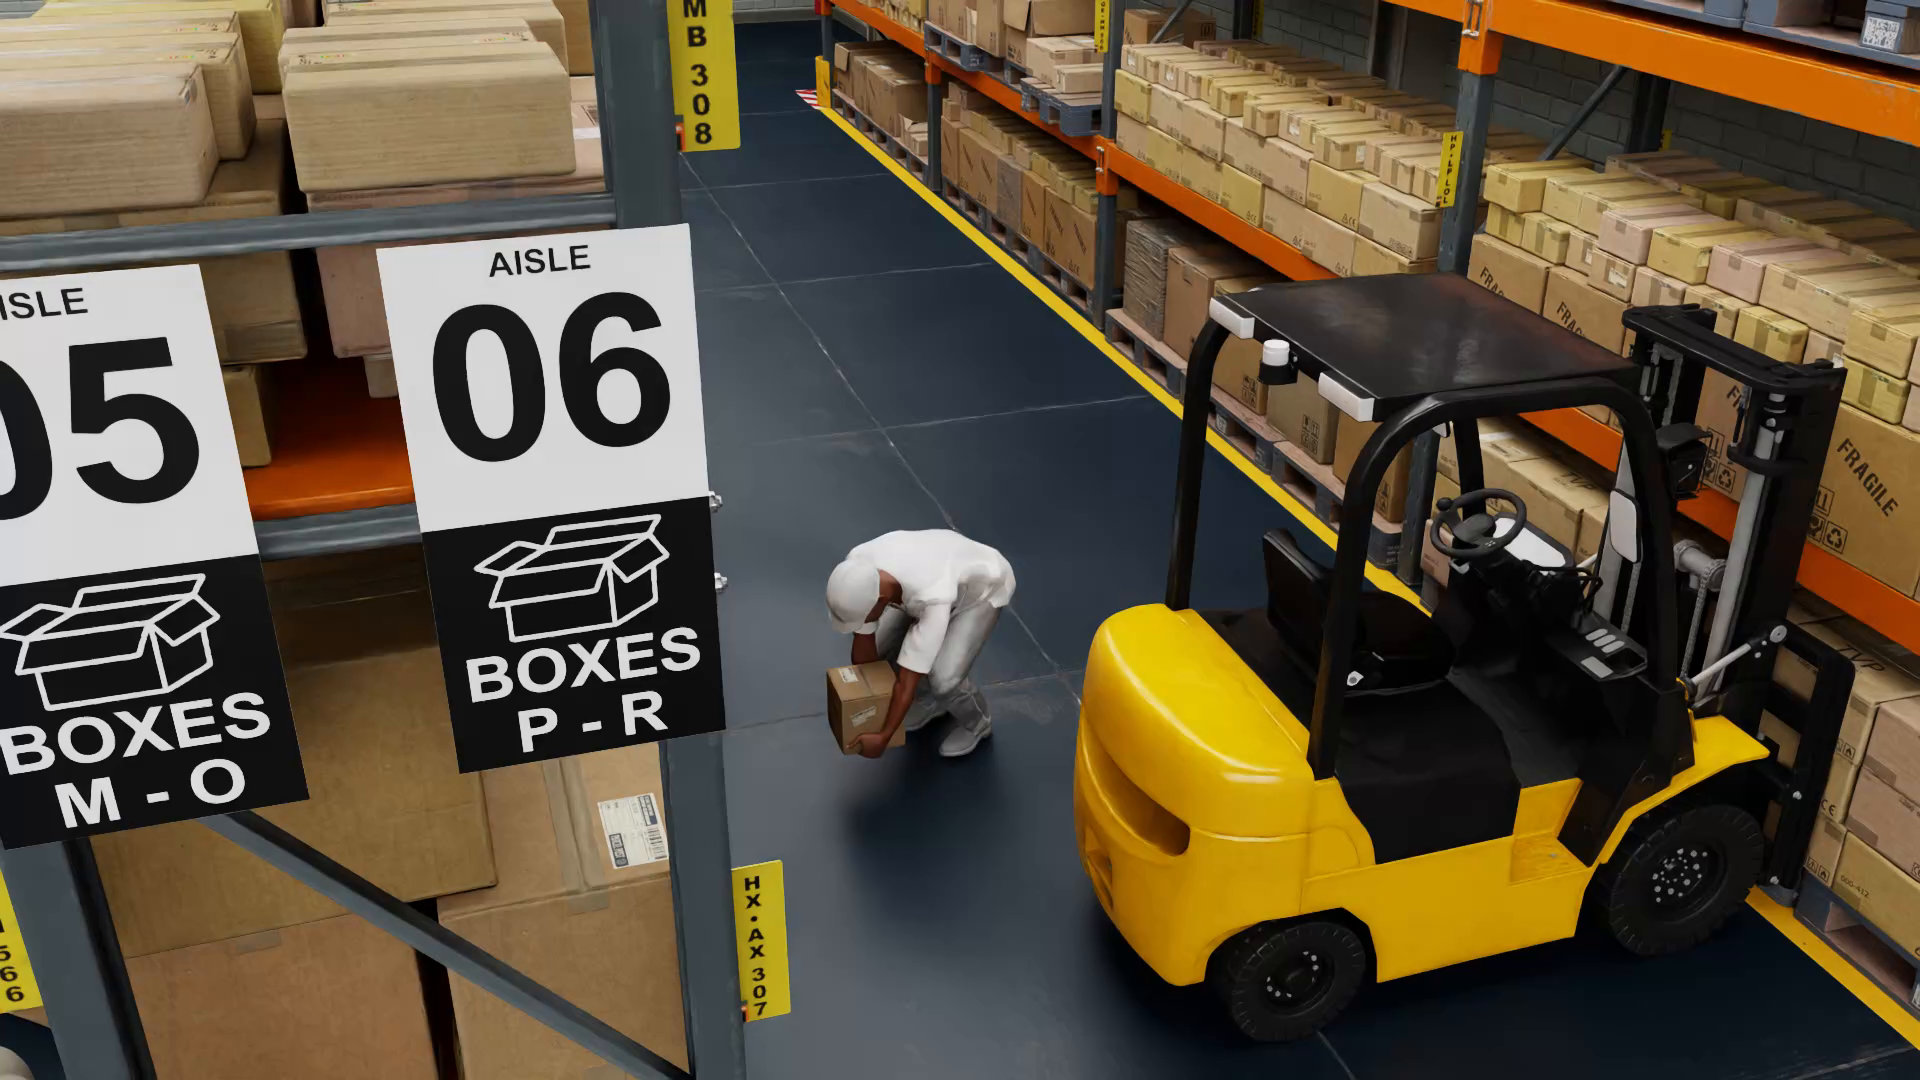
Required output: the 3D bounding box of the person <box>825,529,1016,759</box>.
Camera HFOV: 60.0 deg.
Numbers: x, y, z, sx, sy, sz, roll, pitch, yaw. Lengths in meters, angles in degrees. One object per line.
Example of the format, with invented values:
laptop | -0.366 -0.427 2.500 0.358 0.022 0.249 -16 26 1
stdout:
person | -0.169 0.408 6.619 0.526 1.009 0.947 21 33 36
